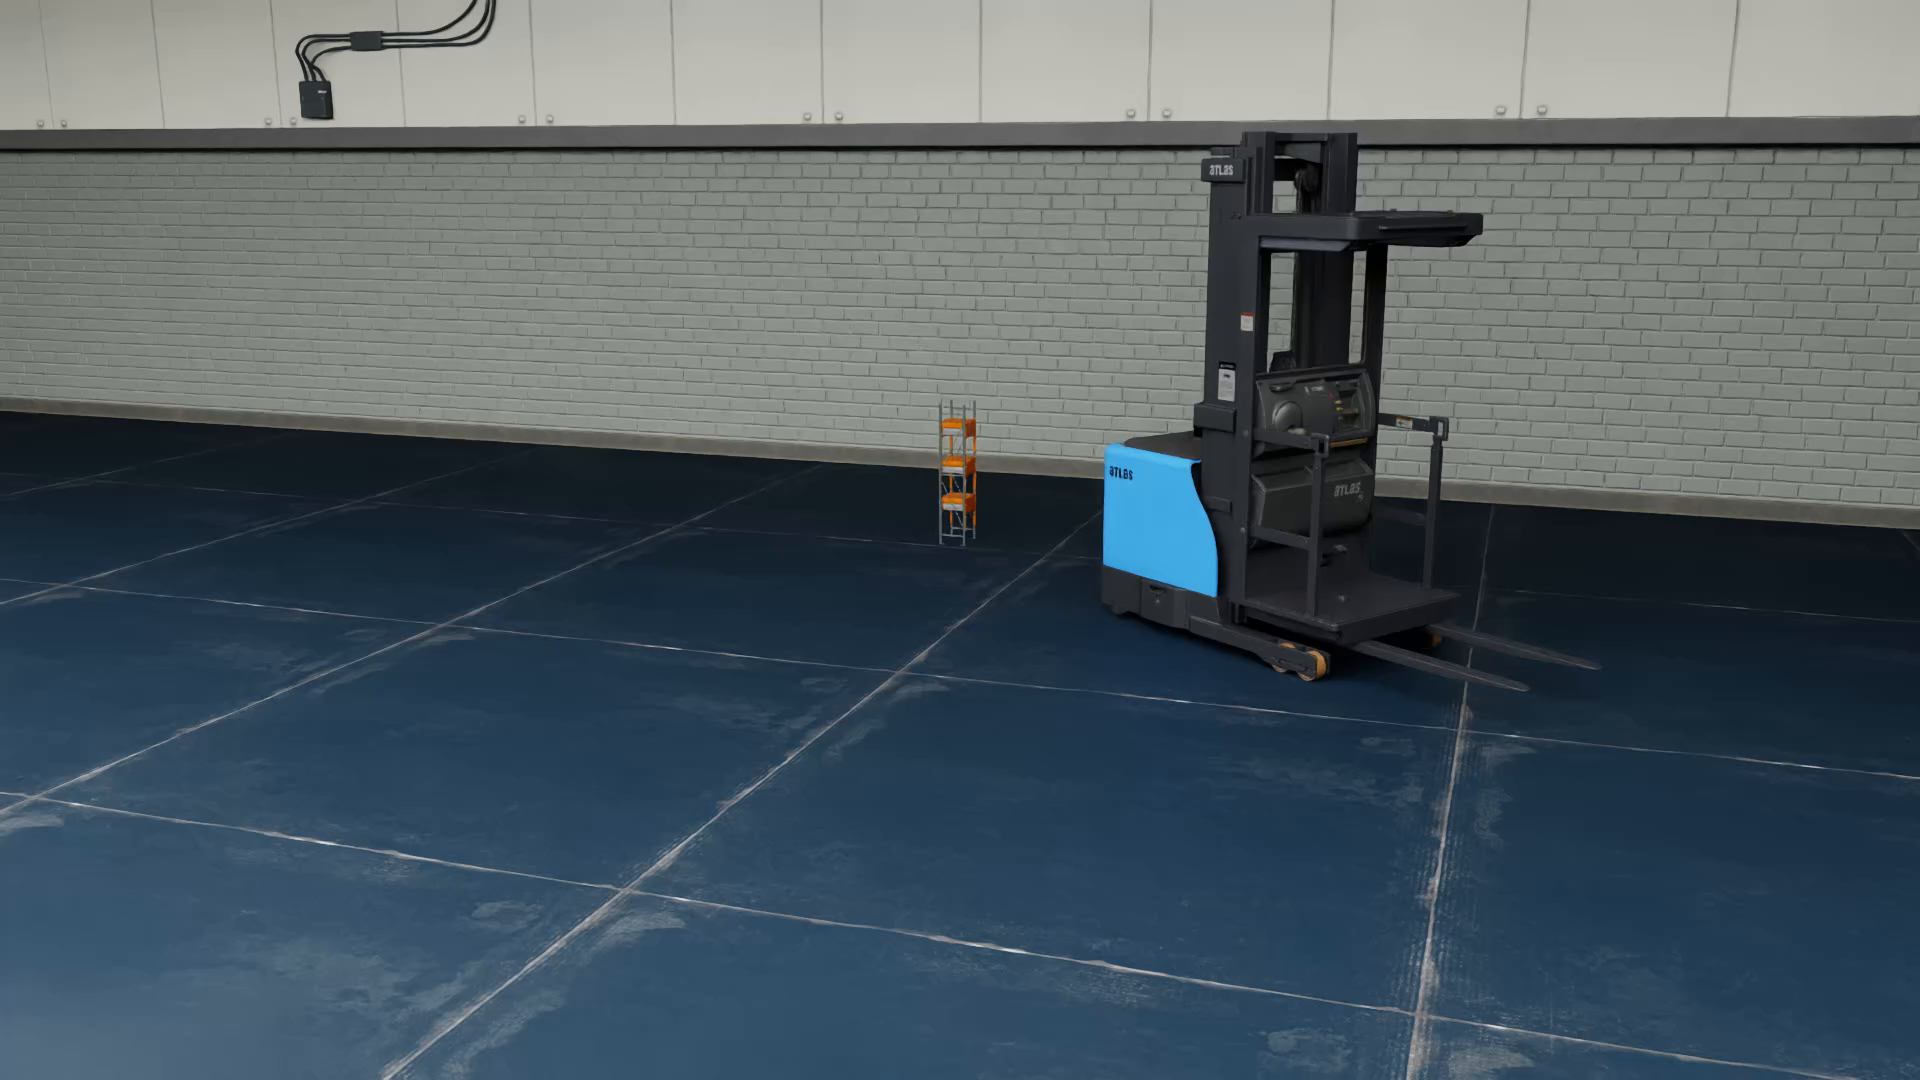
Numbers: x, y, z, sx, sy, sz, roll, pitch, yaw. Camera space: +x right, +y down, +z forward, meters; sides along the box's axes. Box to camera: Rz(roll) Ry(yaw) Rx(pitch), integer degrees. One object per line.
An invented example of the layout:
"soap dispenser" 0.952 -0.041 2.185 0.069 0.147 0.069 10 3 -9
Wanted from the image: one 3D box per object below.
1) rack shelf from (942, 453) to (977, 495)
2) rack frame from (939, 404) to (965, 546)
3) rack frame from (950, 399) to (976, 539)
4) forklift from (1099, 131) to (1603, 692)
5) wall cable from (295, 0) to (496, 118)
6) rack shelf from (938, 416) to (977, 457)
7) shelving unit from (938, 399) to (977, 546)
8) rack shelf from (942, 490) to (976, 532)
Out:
"rack shelf" -0.017 -0.490 12.324 0.215 0.259 0.240 4 14 18
"rack frame" -0.057 -0.475 12.209 0.200 1.050 0.008 4 14 18
"rack frame" 0.022 -0.526 12.434 0.200 1.050 0.008 4 14 18
"forklift" 2.159 -0.779 9.316 1.130 2.935 3.031 -9 16 -35
"wall cable" -5.518 -7.098 15.719 2.305 6.003 0.169 4 14 18
"rack shelf" -0.017 -0.767 12.261 0.215 0.259 0.240 4 14 18
"shelving unit" -0.017 -0.501 12.322 0.215 1.050 0.252 4 14 18
"rack shelf" -0.017 -0.219 12.386 0.215 0.259 0.240 4 14 18
